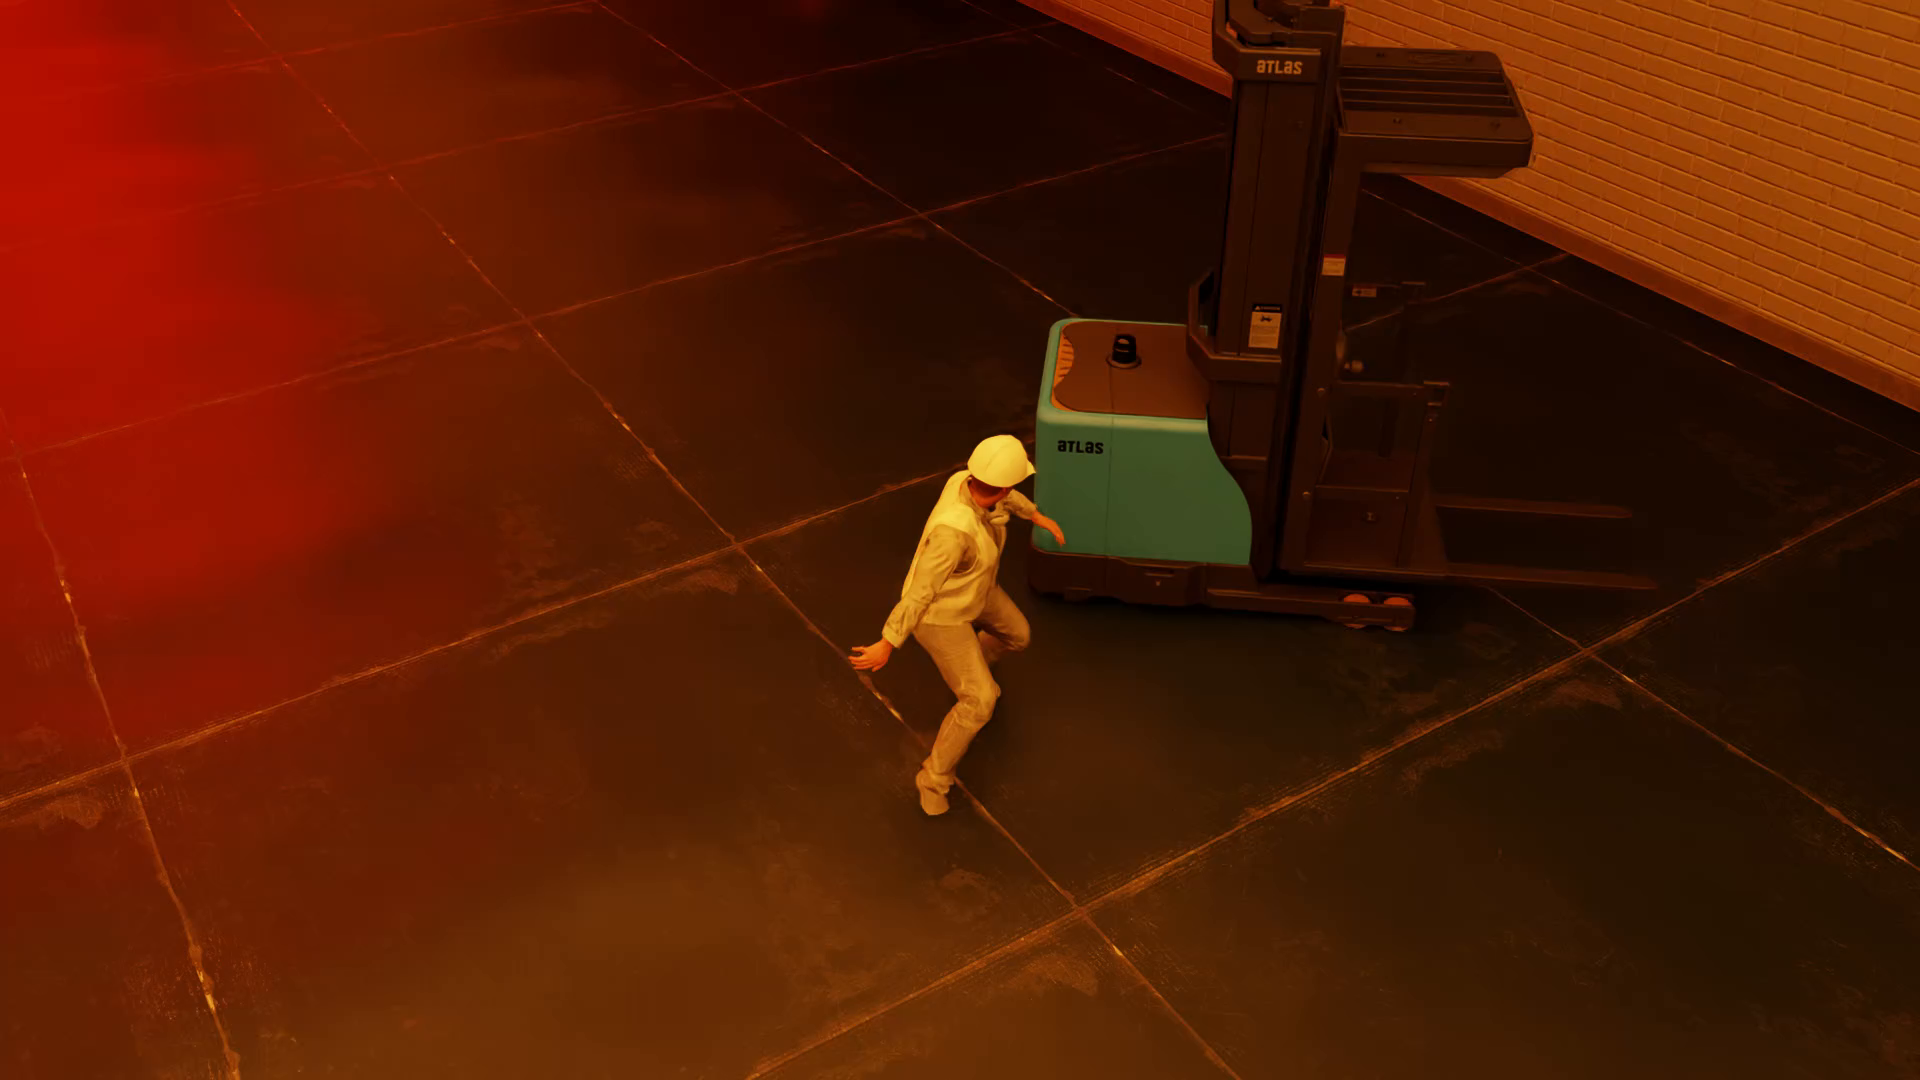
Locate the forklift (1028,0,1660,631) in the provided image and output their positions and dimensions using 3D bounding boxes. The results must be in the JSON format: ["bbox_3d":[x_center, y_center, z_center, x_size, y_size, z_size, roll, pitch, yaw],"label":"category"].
[{"bbox_3d":[1.896,-1.082,7.687,3.031,2.935,1.130,4,35,6],"label":"forklift"}]

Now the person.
[{"bbox_3d":[0.009,0.310,6.950,0.572,1.718,1.023,14,37,19],"label":"person"}]
